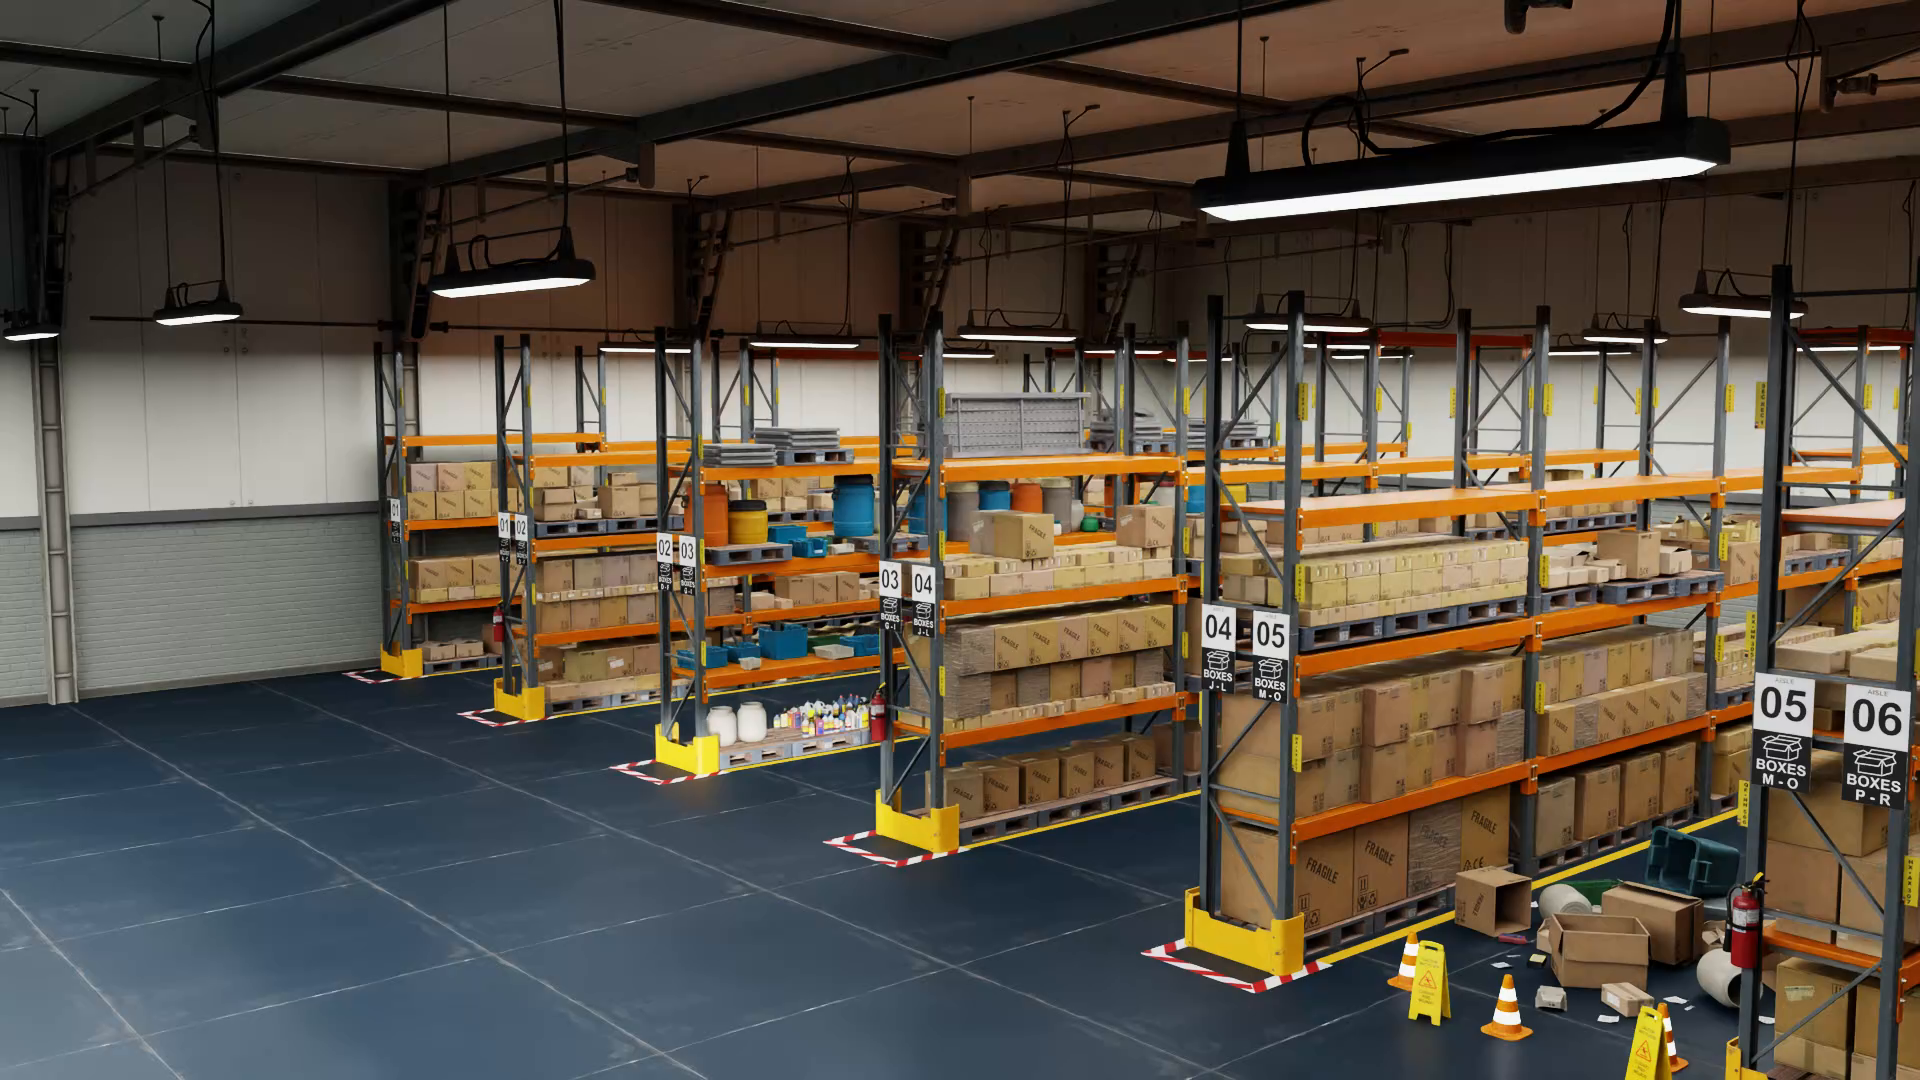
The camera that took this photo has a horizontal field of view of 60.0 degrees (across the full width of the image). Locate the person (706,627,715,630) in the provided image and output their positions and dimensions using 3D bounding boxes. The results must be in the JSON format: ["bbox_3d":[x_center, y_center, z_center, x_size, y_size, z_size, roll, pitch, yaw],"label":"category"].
[{"bbox_3d":[-4.729,1.514,30.896,0.588,1.803,0.478,3,6,33],"label":"person"}]
